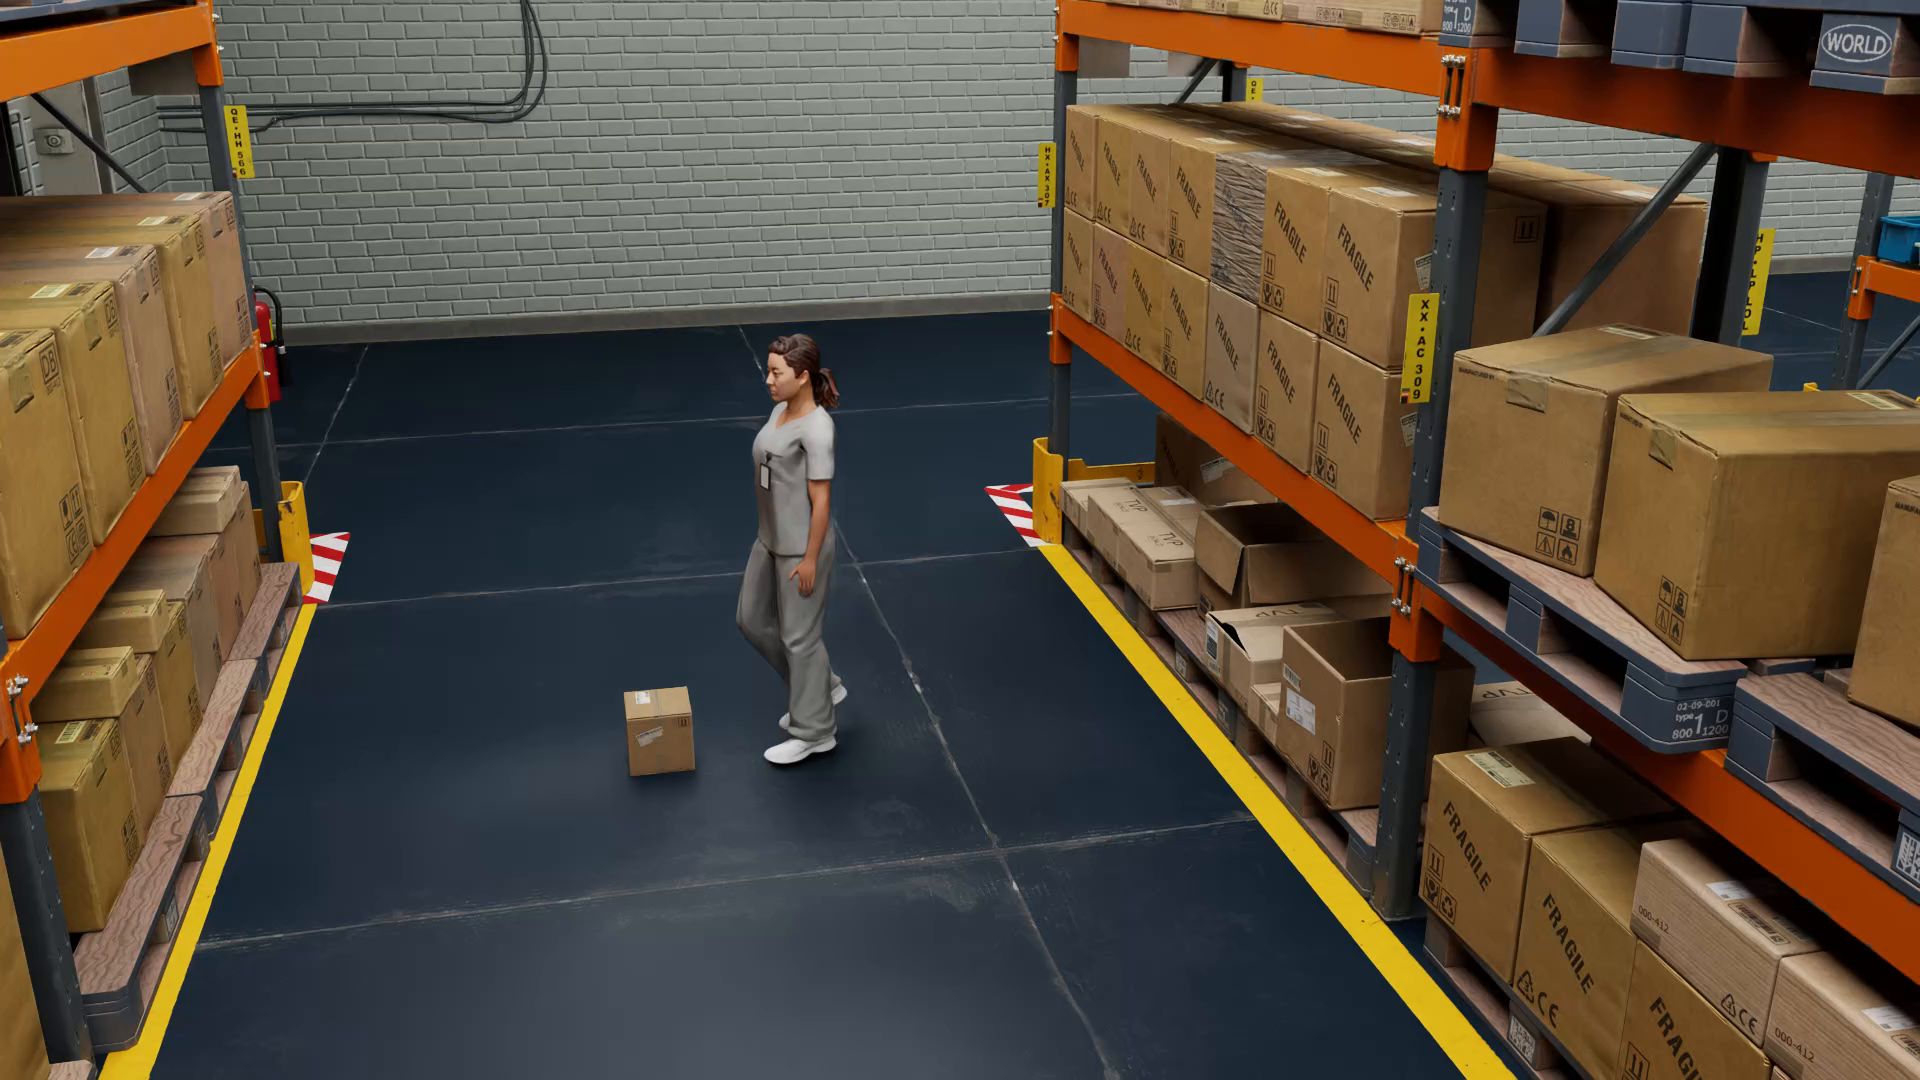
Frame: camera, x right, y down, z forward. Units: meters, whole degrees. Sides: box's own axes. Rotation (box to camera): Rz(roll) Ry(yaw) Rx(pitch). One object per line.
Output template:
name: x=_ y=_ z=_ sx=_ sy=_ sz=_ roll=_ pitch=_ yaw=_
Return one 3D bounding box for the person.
person: x=-0.630 y=0.031 z=6.440 sx=0.431 sy=1.677 sz=0.465 roll=-10 pitch=22 yaw=-26
